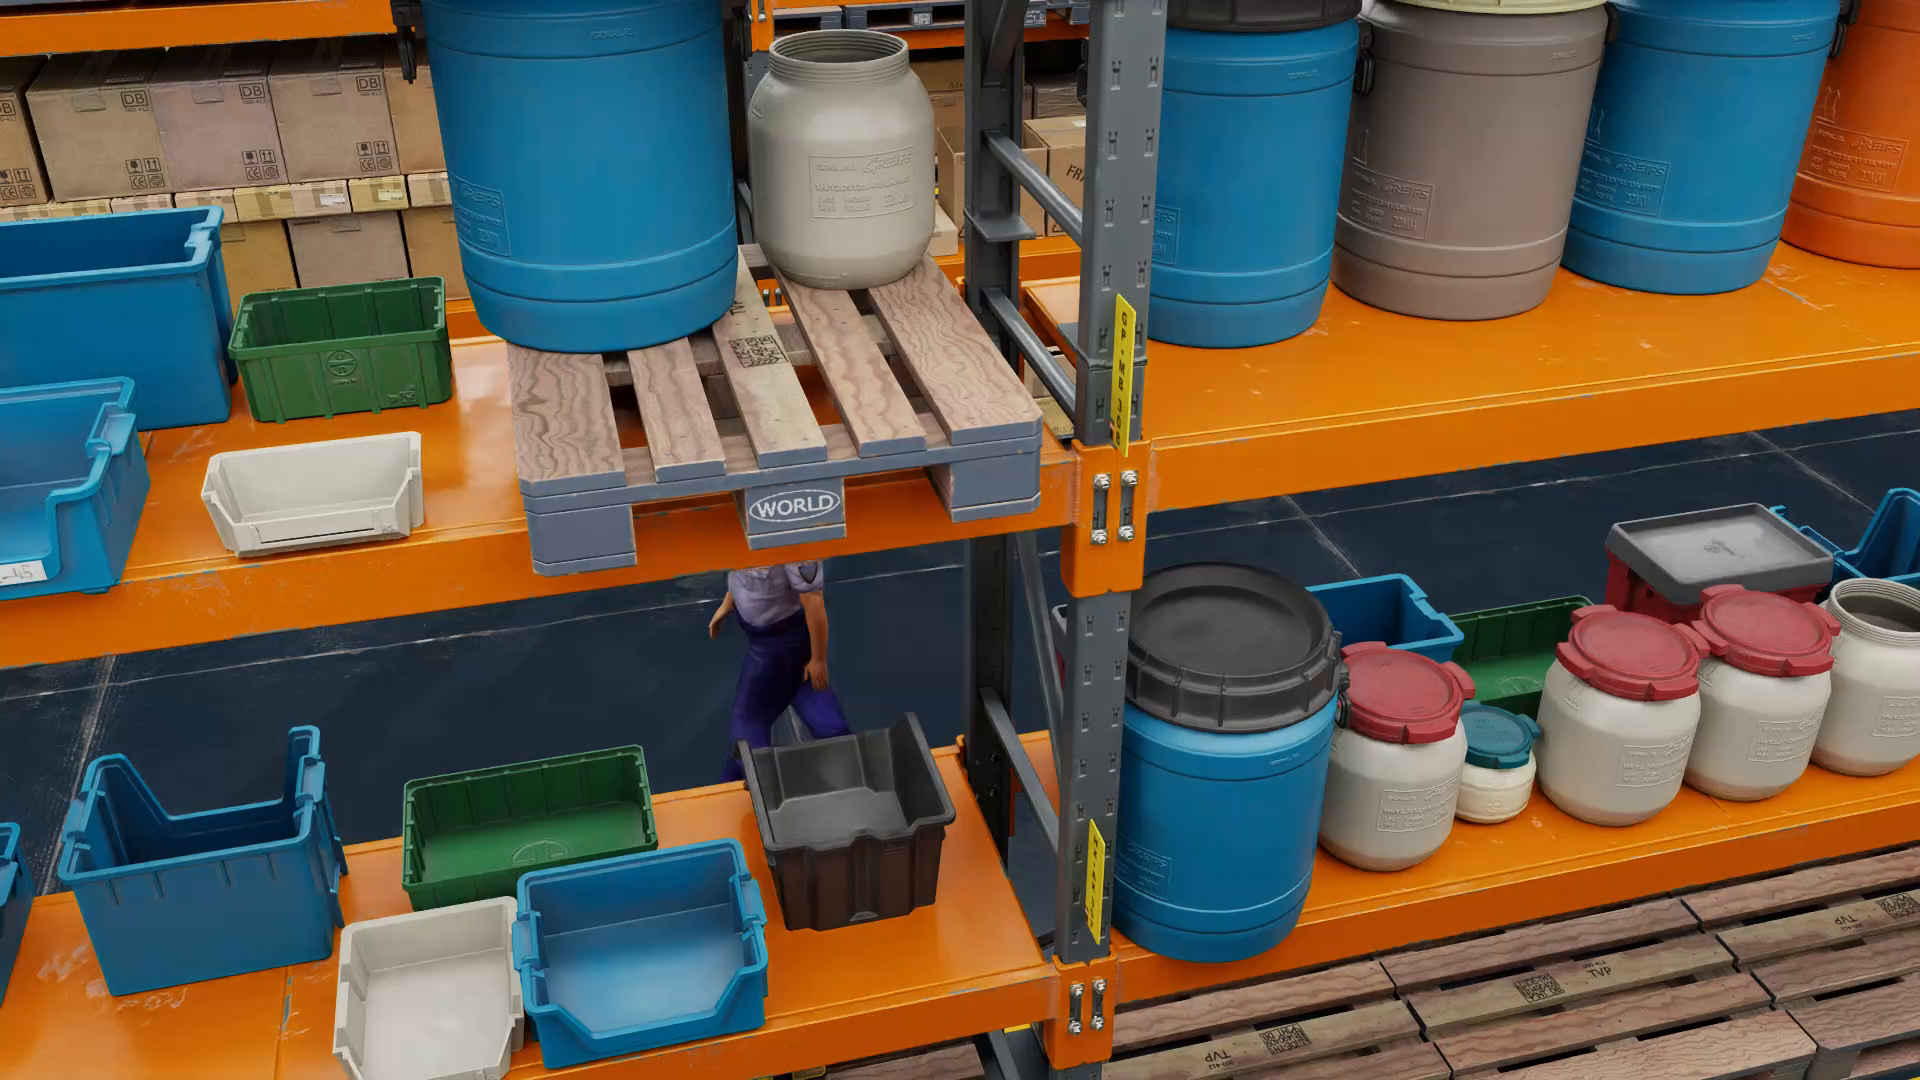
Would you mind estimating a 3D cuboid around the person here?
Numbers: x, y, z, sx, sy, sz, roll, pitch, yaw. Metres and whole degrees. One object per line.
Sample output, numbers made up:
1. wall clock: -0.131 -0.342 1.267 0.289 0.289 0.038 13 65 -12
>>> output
1. person: -0.783 0.387 6.493 0.822 1.653 0.513 -11 32 -17
